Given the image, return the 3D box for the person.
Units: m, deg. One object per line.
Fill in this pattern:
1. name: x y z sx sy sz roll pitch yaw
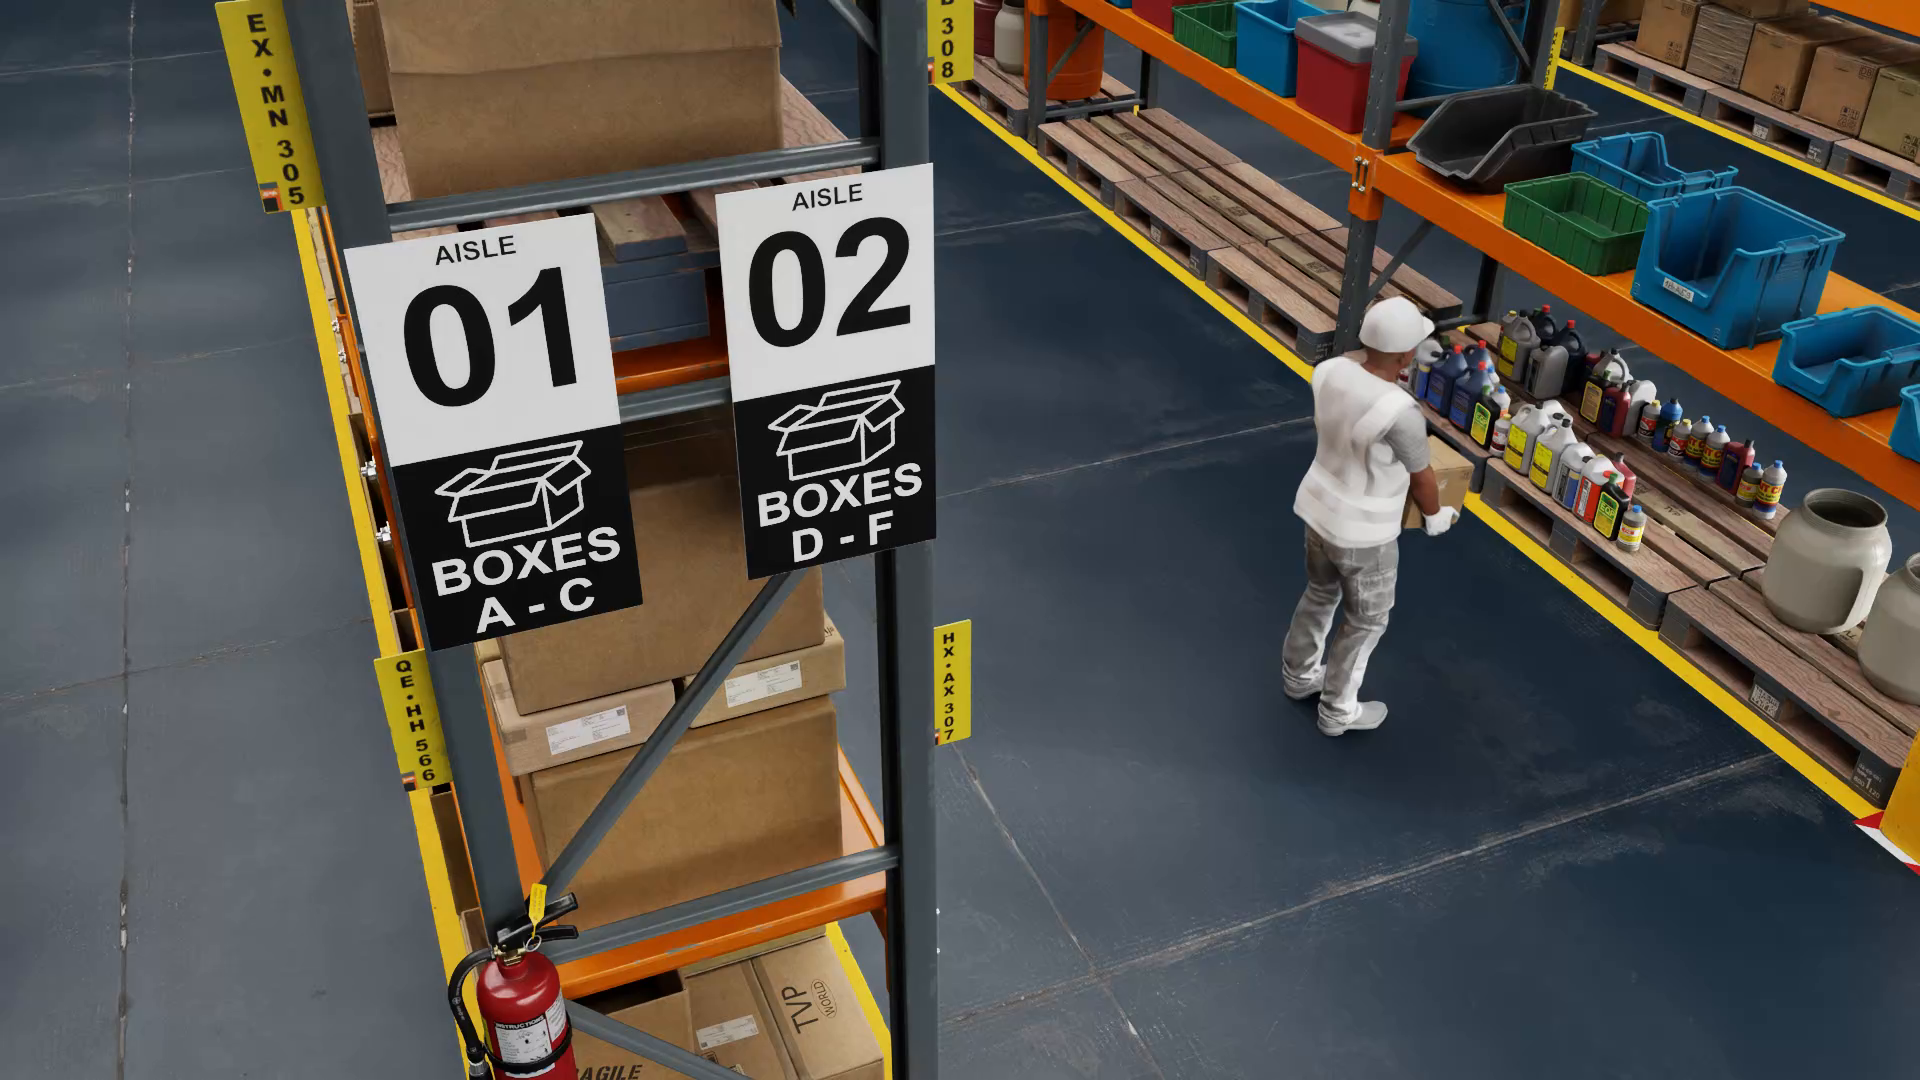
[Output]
1. person: 1.555 -0.100 6.279 0.580 1.777 0.492 -14 36 -20
